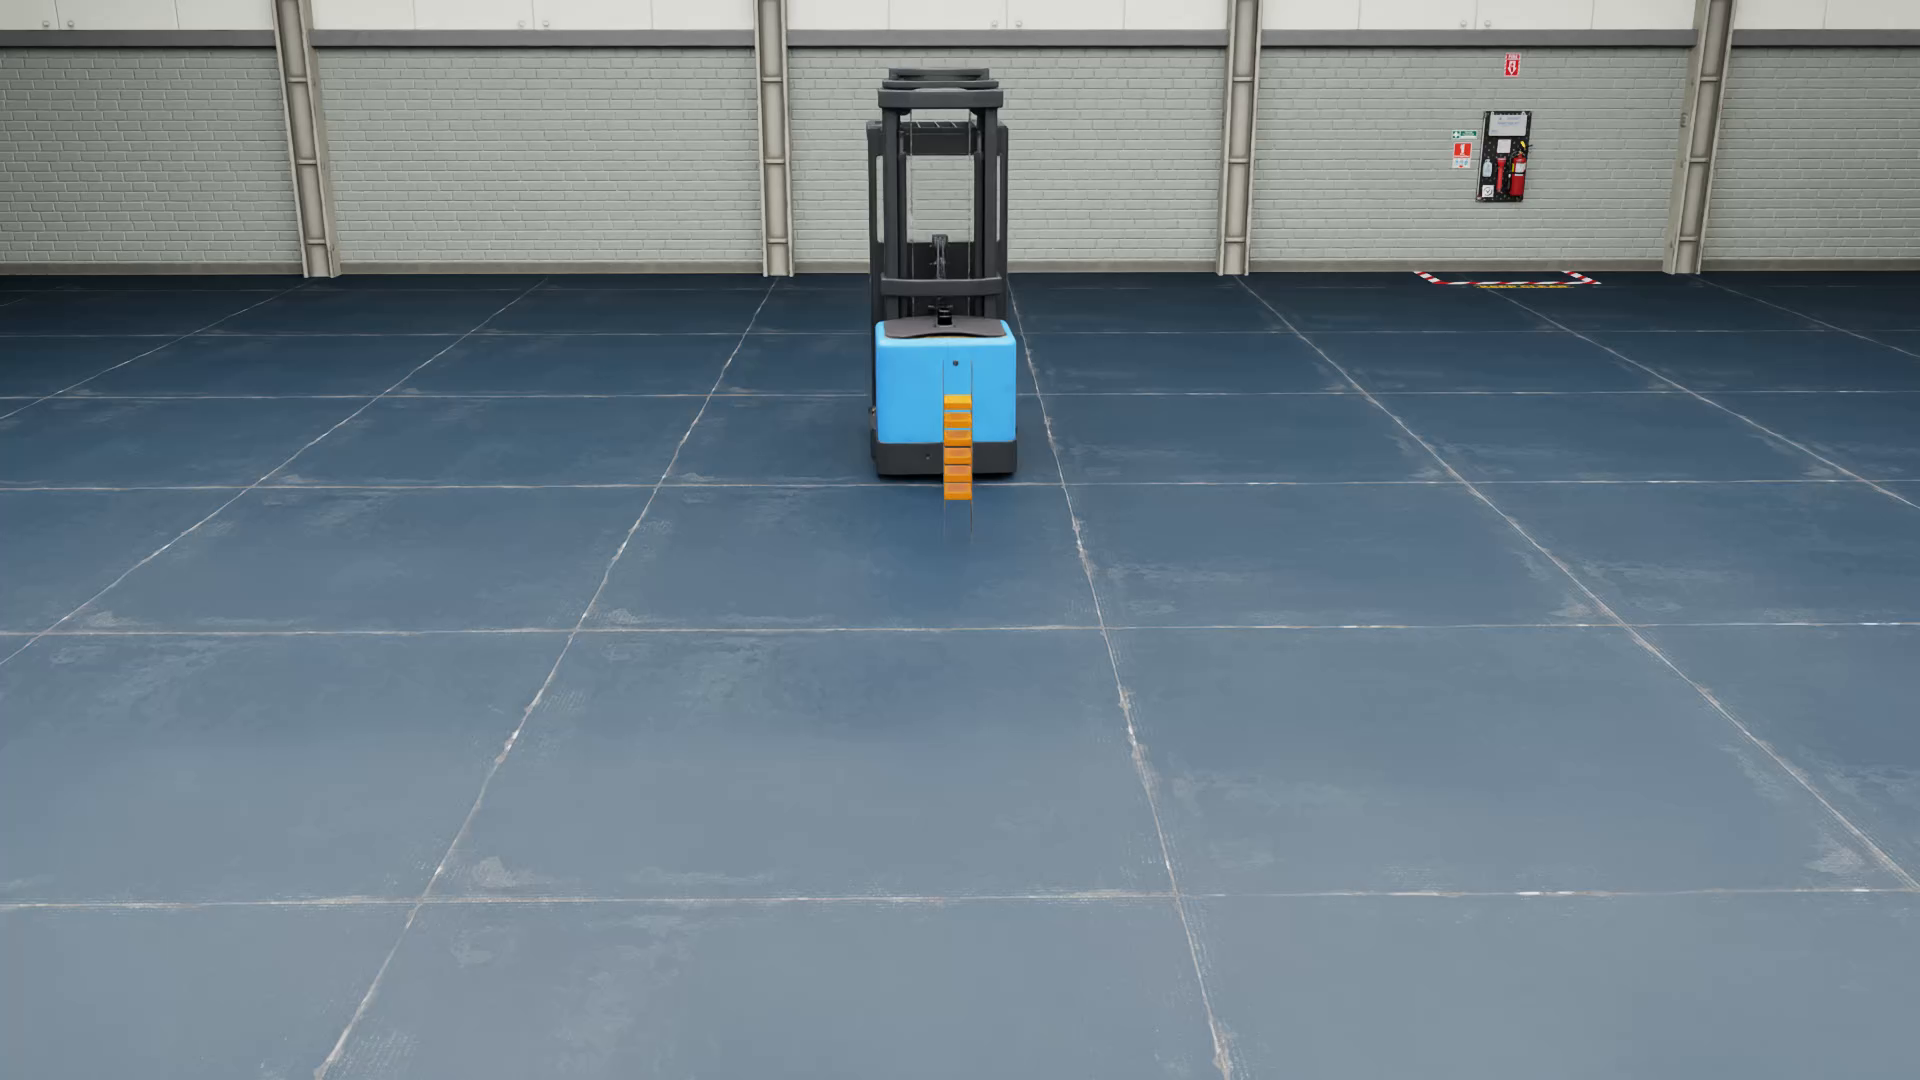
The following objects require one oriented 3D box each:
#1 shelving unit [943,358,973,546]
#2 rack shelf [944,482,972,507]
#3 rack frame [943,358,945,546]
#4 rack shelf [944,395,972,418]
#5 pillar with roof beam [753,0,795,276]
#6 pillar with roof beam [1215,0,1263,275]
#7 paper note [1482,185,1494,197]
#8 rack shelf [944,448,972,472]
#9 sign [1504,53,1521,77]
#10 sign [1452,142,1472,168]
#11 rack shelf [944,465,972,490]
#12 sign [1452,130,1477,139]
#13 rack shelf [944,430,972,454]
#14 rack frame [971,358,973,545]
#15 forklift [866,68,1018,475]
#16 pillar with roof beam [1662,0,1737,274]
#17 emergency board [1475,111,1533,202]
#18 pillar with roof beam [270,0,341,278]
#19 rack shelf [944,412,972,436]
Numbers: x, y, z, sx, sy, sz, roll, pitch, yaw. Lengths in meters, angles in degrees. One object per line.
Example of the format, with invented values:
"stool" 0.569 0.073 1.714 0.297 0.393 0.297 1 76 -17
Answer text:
"shelving unit" -0.014 -0.571 10.864 0.189 1.200 0.258 0 18 -1
"rack shelf" -0.014 -0.300 10.951 0.180 0.103 0.258 0 18 -1
"rack frame" -0.106 -0.571 10.863 0.006 1.200 0.240 0 18 -1
"rack shelf" -0.014 -0.872 10.768 0.180 0.103 0.258 0 18 -1
"pillar with roof beam" -2.323 -6.481 16.518 0.400 9.000 9.100 0 18 -1
"pillar with roof beam" 3.676 -6.510 16.608 0.400 9.000 9.100 0 18 -1
"paper note" 6.958 -4.597 21.910 0.142 0.148 0.016 0 18 -1
"rack shelf" -0.014 -0.529 10.878 0.180 0.103 0.258 0 18 -1
"sign" 7.126 -6.131 21.453 0.199 0.298 0.001 0 18 -1
"sign" 6.582 -5.042 21.797 0.234 0.329 0.001 0 18 -1
"rack shelf" -0.014 -0.415 10.914 0.180 0.103 0.258 0 18 -1
"sign" 6.586 -5.292 21.708 0.331 0.109 0.001 0 18 -1
"rack shelf" -0.014 -0.643 10.841 0.180 0.103 0.258 0 18 -1
"rack frame" 0.077 -0.572 10.865 0.006 1.200 0.240 0 18 -1
"forklift" -0.187 -2.279 13.353 1.130 2.935 3.031 -1 18 -4
"pillar with roof beam" 9.676 -6.539 16.698 0.400 9.000 9.100 0 18 -1
"emergency board" 7.136 -4.997 21.713 0.643 1.169 0.194 0 18 -1
"pillar with roof beam" -8.322 -6.452 16.428 0.400 9.000 9.100 0 18 -1
"rack shelf" -0.014 -0.757 10.804 0.180 0.103 0.258 0 18 -1
